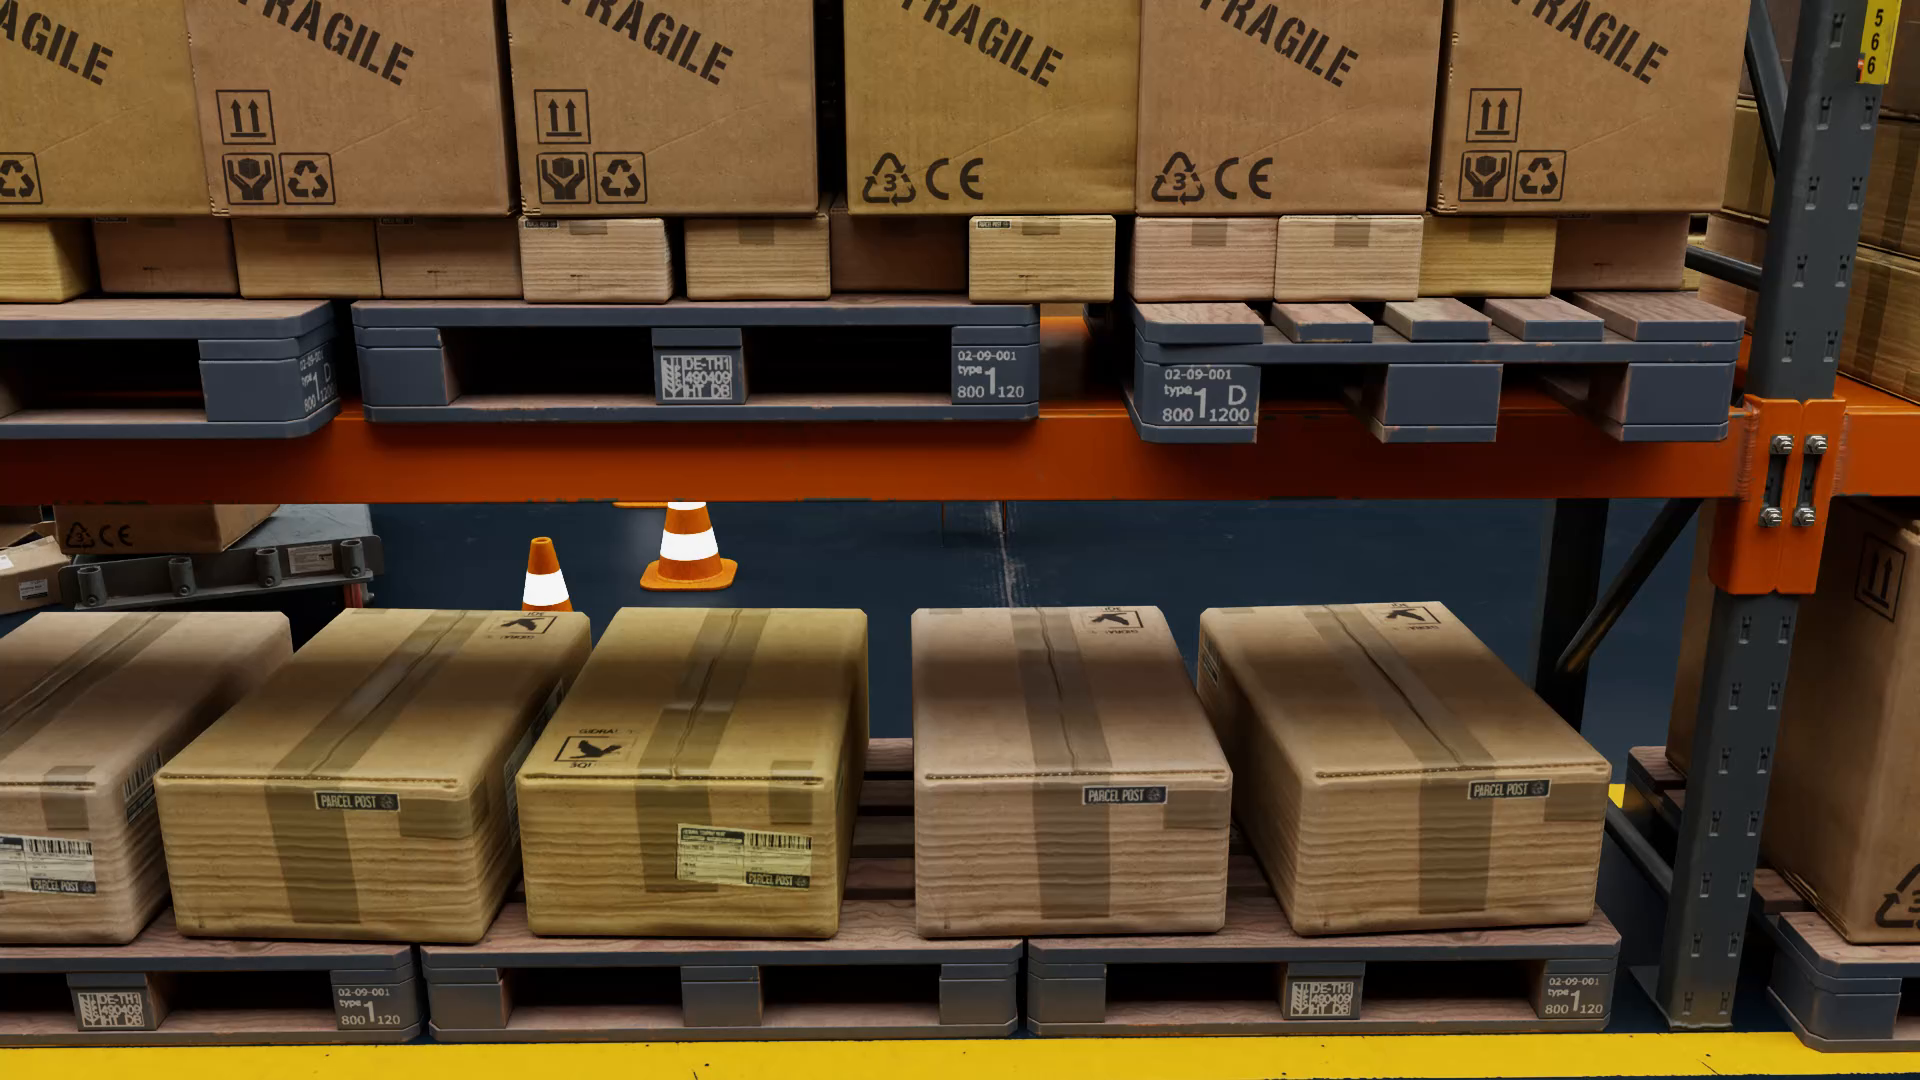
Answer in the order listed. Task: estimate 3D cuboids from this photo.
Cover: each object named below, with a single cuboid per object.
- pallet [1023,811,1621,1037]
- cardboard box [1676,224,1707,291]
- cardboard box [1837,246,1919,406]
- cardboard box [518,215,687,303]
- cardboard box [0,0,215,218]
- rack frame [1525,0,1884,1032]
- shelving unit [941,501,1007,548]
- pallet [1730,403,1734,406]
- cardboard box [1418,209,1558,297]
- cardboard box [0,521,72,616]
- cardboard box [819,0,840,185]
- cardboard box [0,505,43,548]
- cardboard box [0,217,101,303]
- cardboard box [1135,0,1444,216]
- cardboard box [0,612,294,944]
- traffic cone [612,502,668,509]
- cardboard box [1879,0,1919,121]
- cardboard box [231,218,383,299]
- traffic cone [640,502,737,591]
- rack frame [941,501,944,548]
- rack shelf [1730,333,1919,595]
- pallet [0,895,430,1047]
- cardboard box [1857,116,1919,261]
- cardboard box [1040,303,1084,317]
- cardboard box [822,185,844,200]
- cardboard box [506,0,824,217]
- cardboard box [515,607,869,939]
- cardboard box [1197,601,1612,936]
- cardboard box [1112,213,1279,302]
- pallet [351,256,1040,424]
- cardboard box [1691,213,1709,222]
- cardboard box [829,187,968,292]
[{"bbox_3d":[0.729,0.758,3.840,1.213,0.211,1.003,0,18,-1],"label":"pallet"},{"bbox_3d":[3.548,-1.385,8.130,0.500,0.250,0.500,-1,18,-3],"label":"cardboard box"},{"bbox_3d":[2.004,-0.427,3.215,0.500,0.250,0.500,-1,18,-2],"label":"cardboard box"},{"bbox_3d":[-0.628,-0.538,3.039,0.250,0.149,0.380,0,18,1],"label":"cardboard box"},{"bbox_3d":[-1.515,-0.861,2.981,0.500,0.500,0.500,0,18,-1],"label":"cardboard box"},{"bbox_3d":[1.510,-0.573,3.424,0.127,3.000,1.000,0,18,-1],"label":"rack frame"},{"bbox_3d":[0.053,-0.500,6.388,0.252,1.050,0.215,0,18,-1],"label":"shelving unit"},{"bbox_3d":[3.329,-0.765,8.587,1.213,0.211,1.003,0,18,-1],"label":"pallet"},{"bbox_3d":[0.919,-0.557,3.097,0.250,0.149,0.380,0,18,0],"label":"cardboard box"},{"bbox_3d":[-3.337,0.096,5.813,0.396,0.266,0.258,-15,23,-39],"label":"cardboard box"},{"bbox_3d":[-0.495,-1.022,3.484,0.500,0.500,0.500,-1,18,-3],"label":"cardboard box"},{"bbox_3d":[-3.837,-0.199,6.123,0.503,0.637,0.797,0,18,-1],"label":"cardboard box"},{"bbox_3d":[-1.682,-0.539,3.041,0.250,0.149,0.380,0,18,0],"label":"cardboard box"},{"bbox_3d":[0.544,-0.870,3.010,0.500,0.500,0.500,-1,18,-2],"label":"cardboard box"},{"bbox_3d":[-1.965,0.494,3.712,0.625,0.372,0.950,0,18,0],"label":"cardboard box"},{"bbox_3d":[-1.303,-0.403,7.045,0.334,0.463,0.336,0,18,-1],"label":"traffic cone"},{"bbox_3d":[2.007,-1.025,3.031,0.500,0.500,0.500,-1,18,-3],"label":"cardboard box"},{"bbox_3d":[-1.142,-0.552,3.082,0.250,0.149,0.380,0,18,0],"label":"cardboard box"},{"bbox_3d":[-0.997,-0.086,6.060,0.334,0.463,0.336,0,18,-1],"label":"traffic cone"},{"bbox_3d":[-0.068,-0.500,6.386,0.008,1.050,0.200,0,18,-1],"label":"rack frame"},{"bbox_3d":[3.510,-0.240,3.564,4.000,0.370,1.077,0,18,-1],"label":"rack shelf"},{"bbox_3d":[-1.711,0.770,3.803,1.213,0.211,1.003,0,18,-1],"label":"pallet"},{"bbox_3d":[2.021,-0.667,3.143,0.500,0.250,0.500,0,18,-1],"label":"cardboard box"},{"bbox_3d":[0.721,-1.238,8.492,0.750,0.750,1.050,-1,18,-2],"label":"cardboard box"},{"bbox_3d":[-0.172,-0.697,3.534,0.250,0.149,0.380,0,18,1],"label":"cardboard box"},{"bbox_3d":[-0.507,-0.865,2.994,0.500,0.500,0.500,-1,18,-3],"label":"cardboard box"},{"bbox_3d":[-0.551,0.486,3.738,0.625,0.372,0.950,0,18,1],"label":"cardboard box"},{"bbox_3d":[0.945,0.478,3.763,0.625,0.372,0.950,-1,18,-5],"label":"cardboard box"},{"bbox_3d":[0.416,-0.543,3.054,0.250,0.149,0.380,-1,18,-3],"label":"cardboard box"},{"bbox_3d":[-0.468,-0.460,3.385,1.213,0.211,1.003,0,18,-1],"label":"pallet"},{"bbox_3d":[4.055,-1.545,8.629,0.500,0.250,0.500,0,18,1],"label":"cardboard box"},{"bbox_3d":[-0.112,-0.575,3.153,0.250,0.149,0.380,0,18,0],"label":"cardboard box"}]
